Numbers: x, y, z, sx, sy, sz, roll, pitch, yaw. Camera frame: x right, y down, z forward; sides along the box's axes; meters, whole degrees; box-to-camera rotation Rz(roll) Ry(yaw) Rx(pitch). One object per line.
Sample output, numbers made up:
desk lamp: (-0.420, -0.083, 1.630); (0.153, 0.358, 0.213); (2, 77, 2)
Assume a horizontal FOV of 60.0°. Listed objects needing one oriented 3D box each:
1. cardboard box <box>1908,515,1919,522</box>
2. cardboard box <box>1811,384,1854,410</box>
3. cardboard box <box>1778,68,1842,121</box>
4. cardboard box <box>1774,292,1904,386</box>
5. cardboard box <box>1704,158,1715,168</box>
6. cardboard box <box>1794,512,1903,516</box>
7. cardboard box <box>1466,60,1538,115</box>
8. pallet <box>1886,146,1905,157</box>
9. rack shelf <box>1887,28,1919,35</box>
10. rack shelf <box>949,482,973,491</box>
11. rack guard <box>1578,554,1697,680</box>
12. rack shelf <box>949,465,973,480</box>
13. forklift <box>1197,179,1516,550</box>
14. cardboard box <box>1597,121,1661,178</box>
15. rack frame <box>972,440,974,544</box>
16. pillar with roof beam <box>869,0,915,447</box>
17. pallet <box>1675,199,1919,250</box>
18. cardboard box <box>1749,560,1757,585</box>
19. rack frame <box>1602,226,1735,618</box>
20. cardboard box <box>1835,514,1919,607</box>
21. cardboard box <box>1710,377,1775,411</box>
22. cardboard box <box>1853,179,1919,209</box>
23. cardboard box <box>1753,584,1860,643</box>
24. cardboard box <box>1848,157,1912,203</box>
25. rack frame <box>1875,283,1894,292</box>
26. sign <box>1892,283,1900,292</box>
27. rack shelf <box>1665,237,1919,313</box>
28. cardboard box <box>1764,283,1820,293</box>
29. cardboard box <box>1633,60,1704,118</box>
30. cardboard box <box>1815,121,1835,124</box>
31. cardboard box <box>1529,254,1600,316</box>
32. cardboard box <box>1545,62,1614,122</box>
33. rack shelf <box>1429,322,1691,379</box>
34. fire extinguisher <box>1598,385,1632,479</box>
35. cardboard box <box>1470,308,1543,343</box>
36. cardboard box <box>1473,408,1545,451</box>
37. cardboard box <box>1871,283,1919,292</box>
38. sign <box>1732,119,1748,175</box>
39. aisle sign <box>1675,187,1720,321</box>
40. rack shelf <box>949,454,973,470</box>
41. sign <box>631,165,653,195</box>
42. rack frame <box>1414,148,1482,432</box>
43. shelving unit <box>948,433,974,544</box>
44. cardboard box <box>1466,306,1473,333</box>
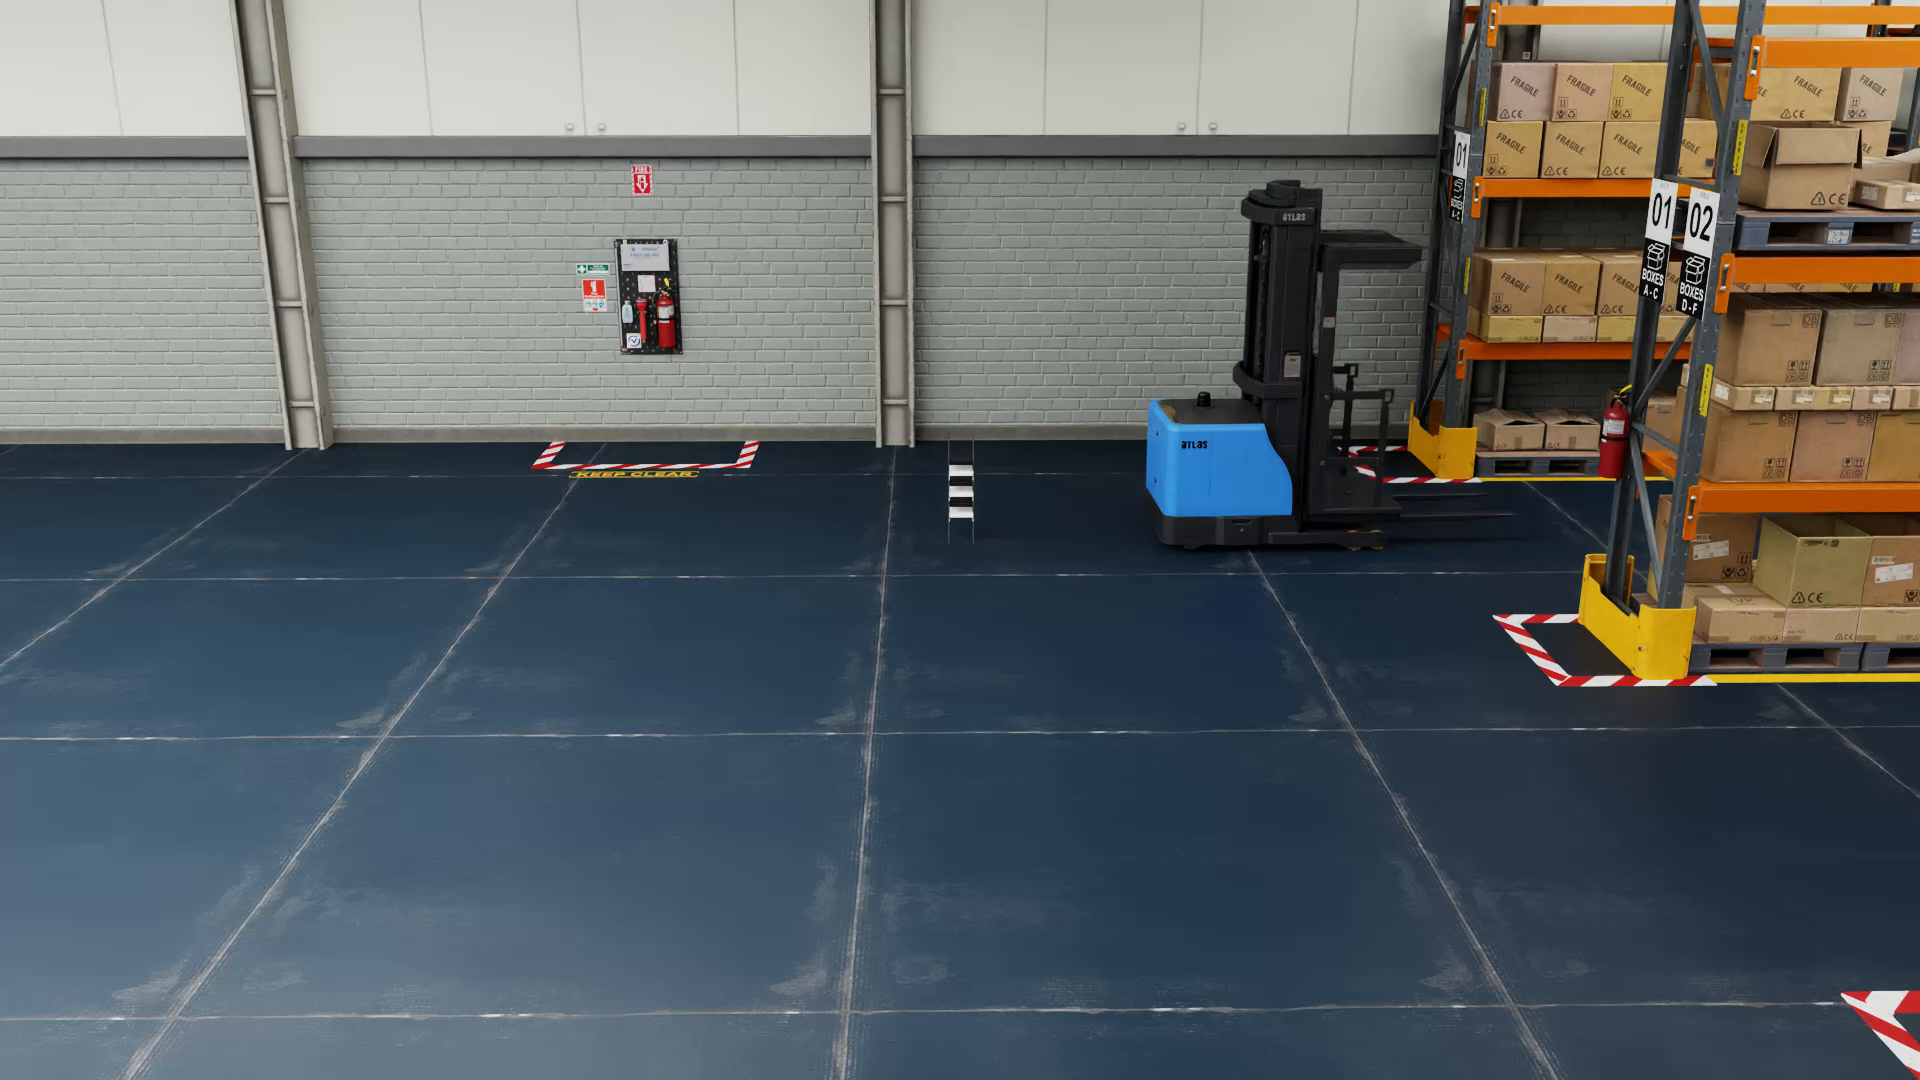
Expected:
cardboard box: (6.773, 0.139, 11.289); (0.500, 0.500, 0.500); (0, 18, -1)
cardboard box: (5.642, -0.967, 10.926); (0.250, 0.149, 0.380); (0, 18, -1)
cardboard box: (7.603, -4.074, 15.094); (0.500, 0.500, 0.500); (1, 18, 2)
cardboard box: (5.779, -1.340, 11.026); (0.500, 0.500, 0.700); (-1, 18, -2)
cardboard box: (8.830, 0.544, 3.957); (7.348, 1.528, 15.728); (0, 18, -1)
cardboard box: (6.264, -0.022, 11.793); (0.500, 0.500, 0.500); (0, 18, -1)
cardboard box: (5.078, -4.228, 15.573); (0.500, 0.500, 0.500); (1, 18, 2)
pallet: (9.270, -3.513, 15.486); (1.003, 0.211, 1.213); (0, 18, -1)
rack shelf: (10.650, -4.664, 15.251); (3.809, 0.052, 0.919); (0, 18, -1)
rack shelf: (0.008, -0.482, 13.893); (0.200, 0.077, 0.258); (0, 18, -1)
rack guard: (4.709, 0.519, 11.612); (0.348, 0.500, 1.175); (0, 18, -1)
rack shelf: (0.008, -0.568, 13.865); (0.200, 0.077, 0.258); (0, 18, -1)
forklift: (3.147, -1.468, 13.824); (3.031, 2.935, 1.110); (-1, 18, -3)
cardboard box: (6.046, -3.591, 15.223); (0.500, 0.500, 0.500); (1, 18, 2)
rack frame: (0.110, -0.429, 13.912); (0.006, 0.900, 0.240); (0, 18, -1)
pillar with roof beam: (-0.594, -3.965, 11.676); (0.400, 9.000, 9.100); (0, 18, -1)
pallet: (5.440, -2.053, 10.772); (1.213, 0.211, 1.003); (0, 18, -1)
cardboard box: (11.508, -0.237, 11.498); (11.980, 1.590, 1.086); (0, 18, -1)
rack frame: (4.733, -0.672, 11.231); (0.127, 3.000, 1.000); (0, 18, -1)
cardboard box: (6.272, 0.137, 11.298); (0.500, 0.500, 0.500); (0, 18, -1)
cardboard box: (5.129, -0.964, 10.917); (0.250, 0.149, 0.380); (0, 18, -1)
cardboard box: (5.912, -2.199, 10.575); (0.250, 0.149, 0.380); (0, 18, -1)
cardboard box: (5.773, 0.499, 11.394); (0.500, 0.250, 0.500); (0, 18, -1)
cardboard box: (5.880, -2.381, 10.978); (0.500, 0.250, 0.500); (0, 18, -1)
rack frame: (8.651, -2.204, 16.007); (0.127, 3.000, 1.000); (0, 18, -1)
sign: (10.668, -3.924, 14.919); (4.007, 3.399, 0.100); (0, 18, -1)
rack shelf: (6.733, -1.767, 10.913); (4.000, 0.370, 1.077); (0, 18, -1)
cardboard box: (7.684, -2.398, 15.598); (0.500, 0.500, 0.500); (0, 18, -1)
cardboard box: (6.620, -4.230, 15.579); (0.500, 0.500, 0.500); (0, 18, -1)
cardboard box: (7.644, -3.613, 15.292); (0.500, 0.500, 0.500); (-2, 18, -6)
cardboard box: (5.628, -2.390, 15.571); (0.500, 0.500, 0.500); (0, 18, -1)
cardboard box: (5.542, -4.061, 15.052); (0.500, 0.500, 0.500); (0, 18, -1)
rack shelf: (6.651, -1.852, 16.087); (4.000, 0.370, 1.077); (0, 18, -1)
fire extinguisher: (4.608, -0.776, 11.683); (0.183, 0.674, 0.296); (0, 18, -1)
cardboard box: (5.144, -2.028, 15.672); (0.500, 0.250, 0.500); (-1, 18, -2)
cardboard box: (6.108, 2.644, 4.594); (2.161, 0.321, 24.904); (-2, 18, -7)
cardboard box: (9.160, -2.453, 15.900); (0.500, 0.500, 0.700); (0, 18, -1)
sign: (4.736, -2.384, 10.099); (0.005, 0.325, 0.100); (0, 18, -1)
aisle sign: (4.672, -1.816, 10.541); (0.004, 0.787, 0.394); (0, 18, -1)
rack shelf: (0.008, -0.654, 13.838); (0.200, 0.077, 0.258); (0, 18, -1)
sign: (-3.143, -3.557, 16.431); (0.199, 0.298, 0.001); (0, 18, -1)
rack frame: (4.651, -2.185, 15.947); (0.127, 3.000, 1.000); (0, 18, -1)
shelving unit: (0.008, -0.429, 13.910); (0.210, 0.900, 0.258); (0, 18, -1)
cardboard box: (5.115, -2.184, 16.159); (0.500, 0.250, 0.500); (0, 18, 0)
